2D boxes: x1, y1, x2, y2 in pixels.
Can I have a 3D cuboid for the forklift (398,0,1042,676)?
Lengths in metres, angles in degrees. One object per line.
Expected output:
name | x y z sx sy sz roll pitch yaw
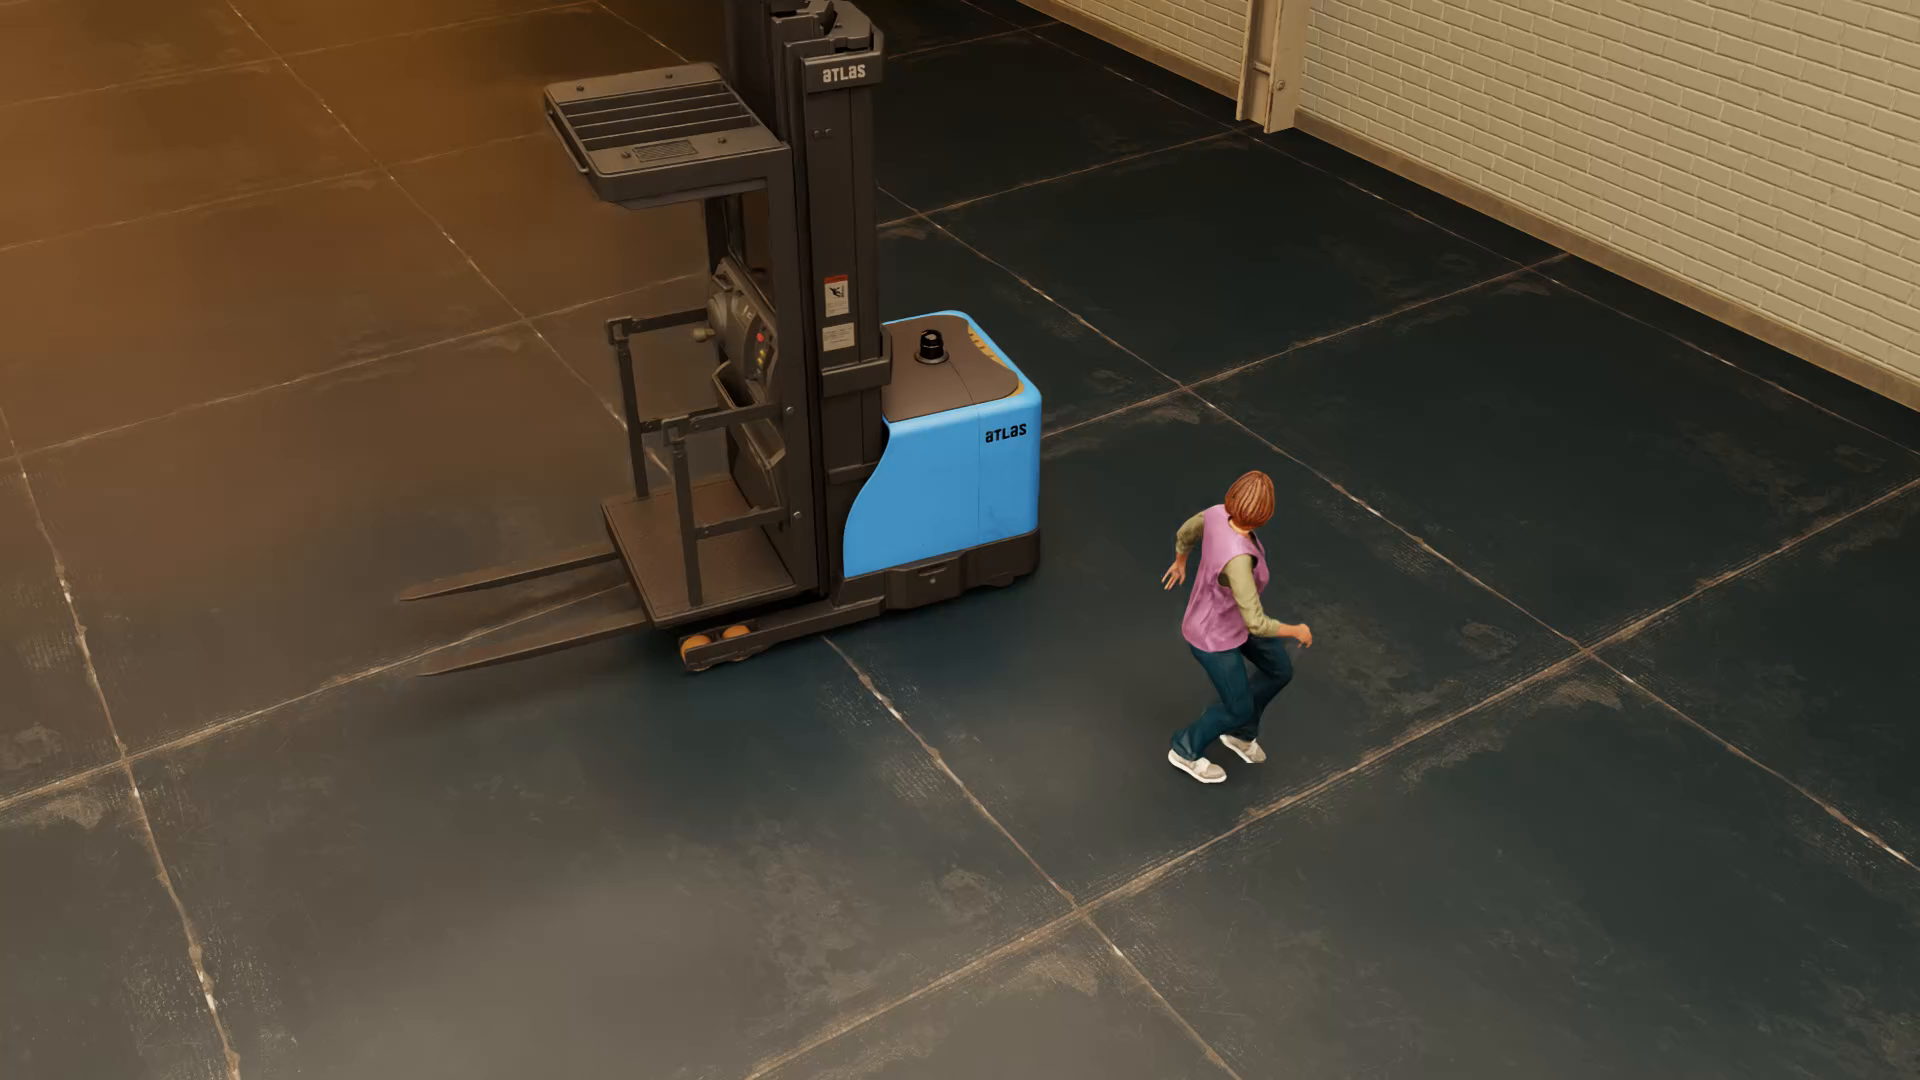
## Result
forklift | -1.164 -0.930 7.471 3.031 2.935 1.130 -14 37 -19

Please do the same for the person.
person | 1.112 0.381 6.854 0.671 1.564 0.549 10 36 14
